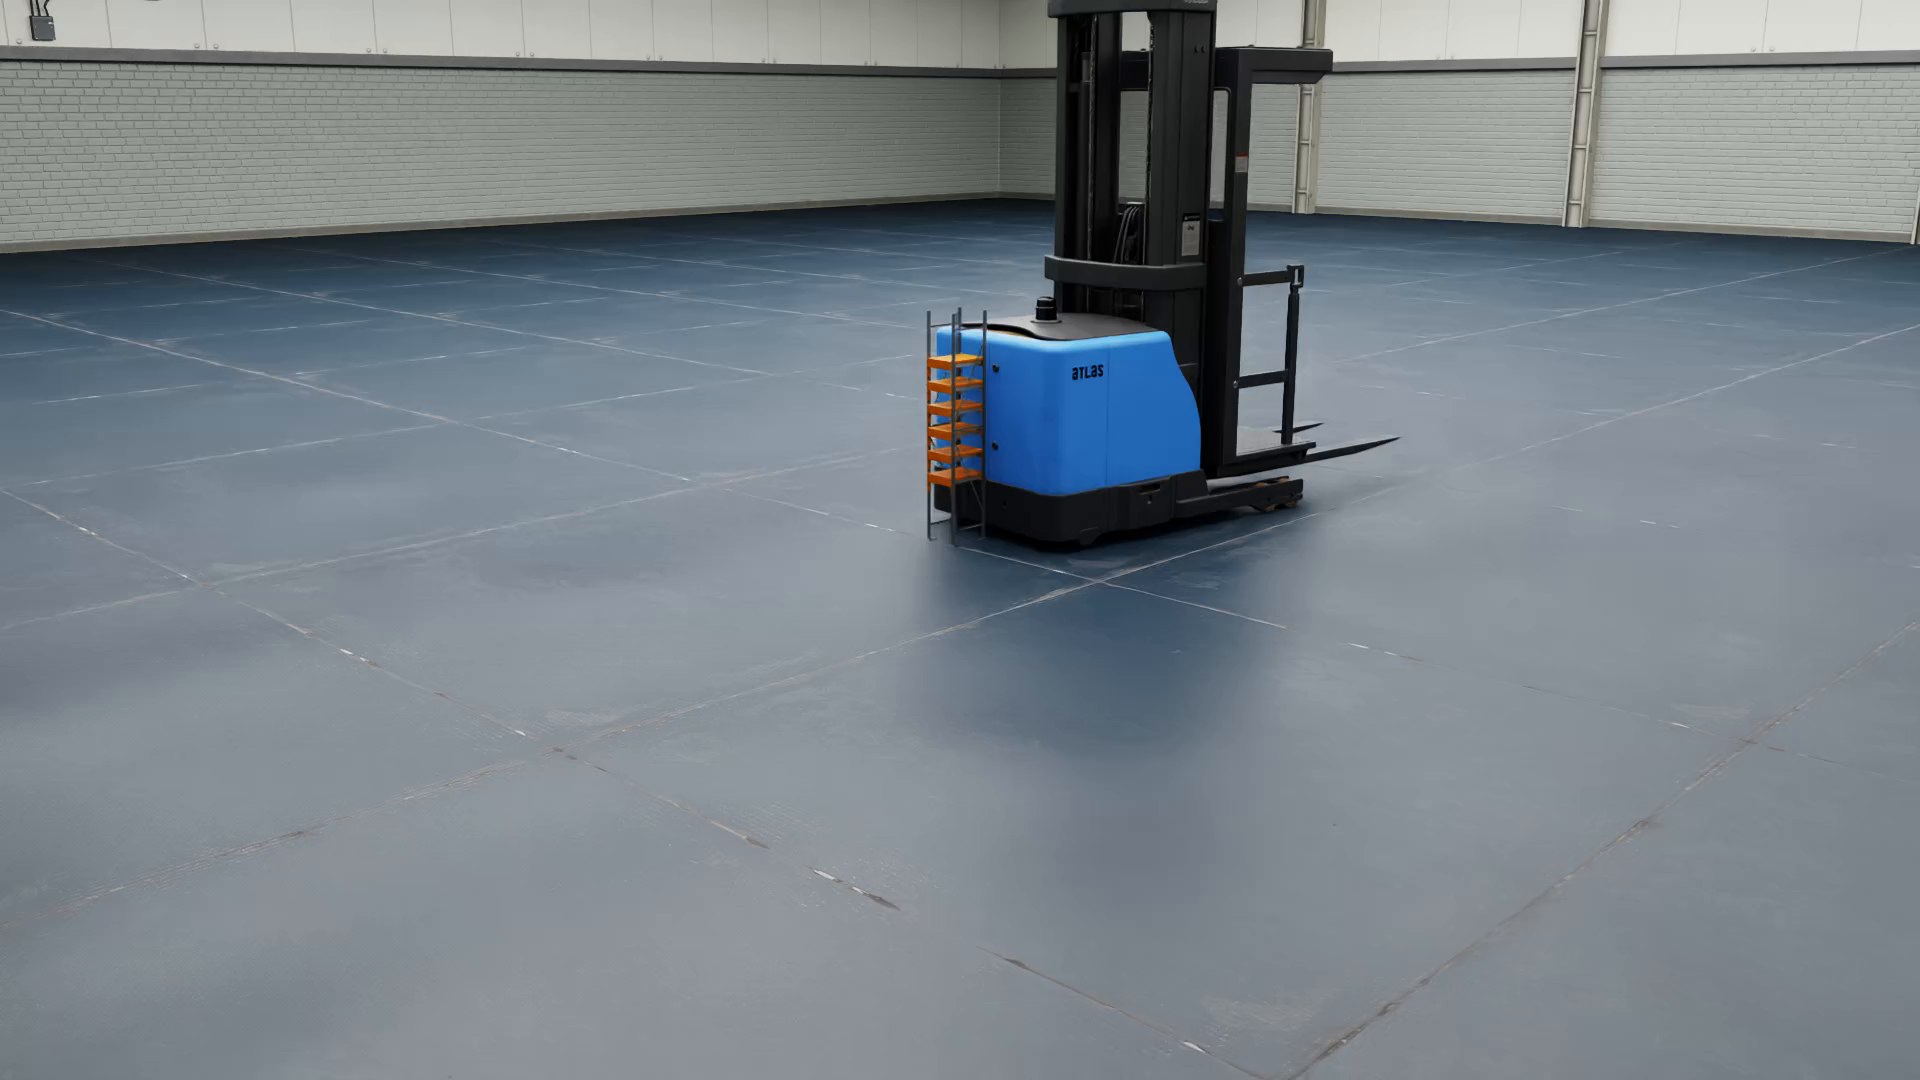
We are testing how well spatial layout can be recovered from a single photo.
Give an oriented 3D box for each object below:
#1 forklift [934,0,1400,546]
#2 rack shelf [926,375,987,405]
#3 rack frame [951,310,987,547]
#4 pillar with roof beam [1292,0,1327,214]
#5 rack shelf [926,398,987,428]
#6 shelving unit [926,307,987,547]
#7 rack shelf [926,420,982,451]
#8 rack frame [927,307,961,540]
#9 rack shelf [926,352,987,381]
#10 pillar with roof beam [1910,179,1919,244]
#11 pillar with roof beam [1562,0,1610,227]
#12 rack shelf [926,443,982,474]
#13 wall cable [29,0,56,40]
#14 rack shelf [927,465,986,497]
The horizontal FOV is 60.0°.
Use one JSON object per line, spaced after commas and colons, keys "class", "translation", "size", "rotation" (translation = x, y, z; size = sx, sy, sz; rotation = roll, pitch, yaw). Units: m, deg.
{"class": "forklift", "translation": [1.327, -1.668, 9.312], "size": [3.031, 2.935, 1.130], "rotation": [-11, 18, -37]}
{"class": "rack shelf", "translation": [-0.018, -0.772, 8.528], "size": [0.258, 0.103, 0.180], "rotation": [-14, 20, -42]}
{"class": "rack frame", "translation": [0.046, -0.566, 8.514], "size": [0.240, 1.200, 0.006], "rotation": [-14, 20, -42]}
{"class": "pillar with roof beam", "translation": [4.363, -10.571, 31.445], "size": [0.400, 9.000, 9.100], "rotation": [14, 20, 42]}
{"class": "rack shelf", "translation": [-0.018, -0.656, 8.559], "size": [0.258, 0.103, 0.180], "rotation": [-14, 20, -42]}
{"class": "shelving unit", "translation": [-0.018, -0.583, 8.578], "size": [0.258, 1.200, 0.189], "rotation": [-14, 20, -42]}
{"class": "rack shelf", "translation": [-0.018, -0.540, 8.589], "size": [0.258, 0.103, 0.180], "rotation": [-14, 20, -42]}
{"class": "rack frame", "translation": [-0.082, -0.599, 8.641], "size": [0.240, 1.200, 0.006], "rotation": [-14, 20, -42]}
{"class": "rack shelf", "translation": [-0.017, -0.888, 8.497], "size": [0.258, 0.103, 0.180], "rotation": [-14, 20, -42]}
{"class": "pillar with roof beam", "translation": [13.002, -8.470, 23.385], "size": [0.400, 9.000, 9.100], "rotation": [14, 20, 42]}
{"class": "pillar with roof beam", "translation": [8.682, -9.521, 27.415], "size": [0.400, 9.000, 9.100], "rotation": [14, 20, 42]}
{"class": "rack shelf", "translation": [-0.019, -0.424, 8.620], "size": [0.258, 0.103, 0.180], "rotation": [-14, 20, -42]}
{"class": "wall cable", "translation": [-13.434, -10.806, 25.605], "size": [0.169, 6.003, 2.305], "rotation": [14, 20, 42]}
{"class": "rack shelf", "translation": [-0.019, -0.307, 8.650], "size": [0.258, 0.103, 0.180], "rotation": [-14, 20, -42]}
